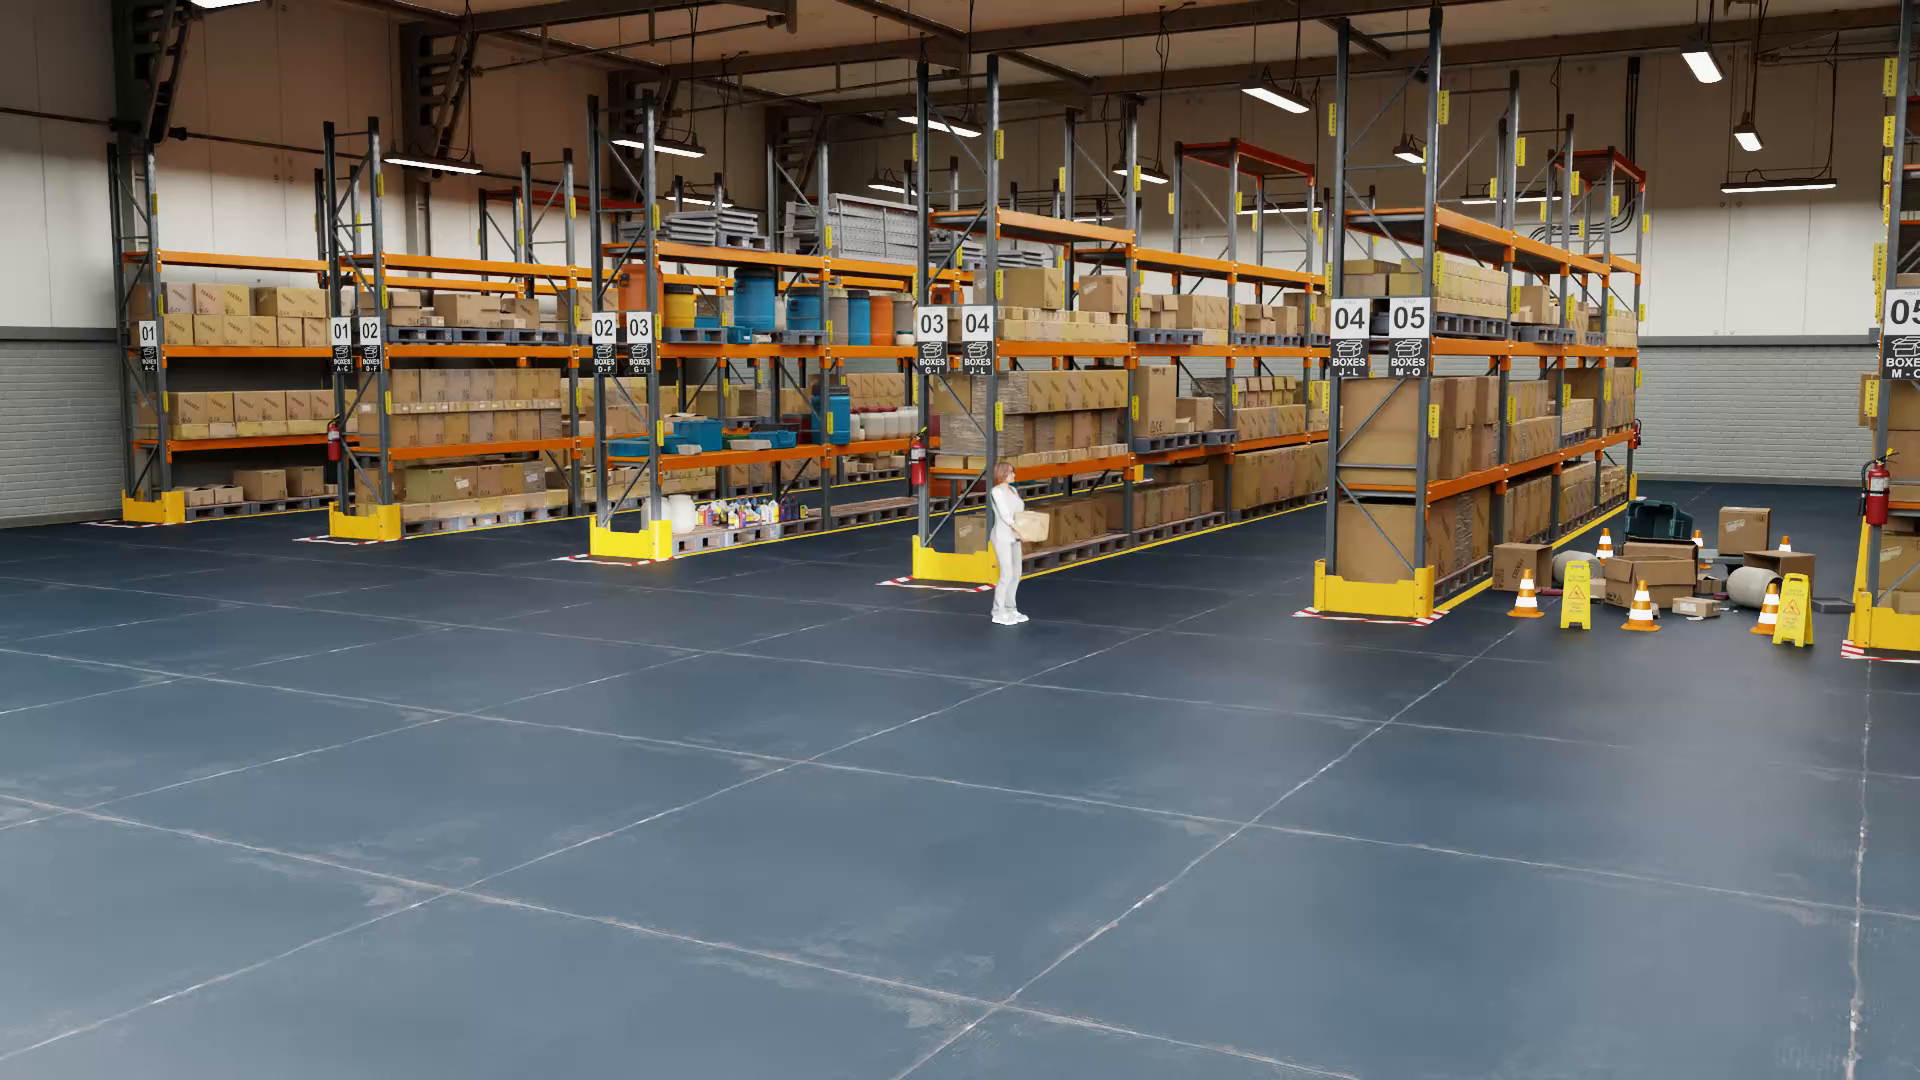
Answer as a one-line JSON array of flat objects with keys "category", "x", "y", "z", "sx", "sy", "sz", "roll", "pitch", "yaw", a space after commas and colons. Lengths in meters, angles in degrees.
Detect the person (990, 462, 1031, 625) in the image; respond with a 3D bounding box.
[{"category": "person", "x": 0.541, "y": 0.028, "z": 16.335, "sx": 0.495, "sy": 1.588, "sz": 0.406, "roll": 3, "pitch": 7, "yaw": 29}]
